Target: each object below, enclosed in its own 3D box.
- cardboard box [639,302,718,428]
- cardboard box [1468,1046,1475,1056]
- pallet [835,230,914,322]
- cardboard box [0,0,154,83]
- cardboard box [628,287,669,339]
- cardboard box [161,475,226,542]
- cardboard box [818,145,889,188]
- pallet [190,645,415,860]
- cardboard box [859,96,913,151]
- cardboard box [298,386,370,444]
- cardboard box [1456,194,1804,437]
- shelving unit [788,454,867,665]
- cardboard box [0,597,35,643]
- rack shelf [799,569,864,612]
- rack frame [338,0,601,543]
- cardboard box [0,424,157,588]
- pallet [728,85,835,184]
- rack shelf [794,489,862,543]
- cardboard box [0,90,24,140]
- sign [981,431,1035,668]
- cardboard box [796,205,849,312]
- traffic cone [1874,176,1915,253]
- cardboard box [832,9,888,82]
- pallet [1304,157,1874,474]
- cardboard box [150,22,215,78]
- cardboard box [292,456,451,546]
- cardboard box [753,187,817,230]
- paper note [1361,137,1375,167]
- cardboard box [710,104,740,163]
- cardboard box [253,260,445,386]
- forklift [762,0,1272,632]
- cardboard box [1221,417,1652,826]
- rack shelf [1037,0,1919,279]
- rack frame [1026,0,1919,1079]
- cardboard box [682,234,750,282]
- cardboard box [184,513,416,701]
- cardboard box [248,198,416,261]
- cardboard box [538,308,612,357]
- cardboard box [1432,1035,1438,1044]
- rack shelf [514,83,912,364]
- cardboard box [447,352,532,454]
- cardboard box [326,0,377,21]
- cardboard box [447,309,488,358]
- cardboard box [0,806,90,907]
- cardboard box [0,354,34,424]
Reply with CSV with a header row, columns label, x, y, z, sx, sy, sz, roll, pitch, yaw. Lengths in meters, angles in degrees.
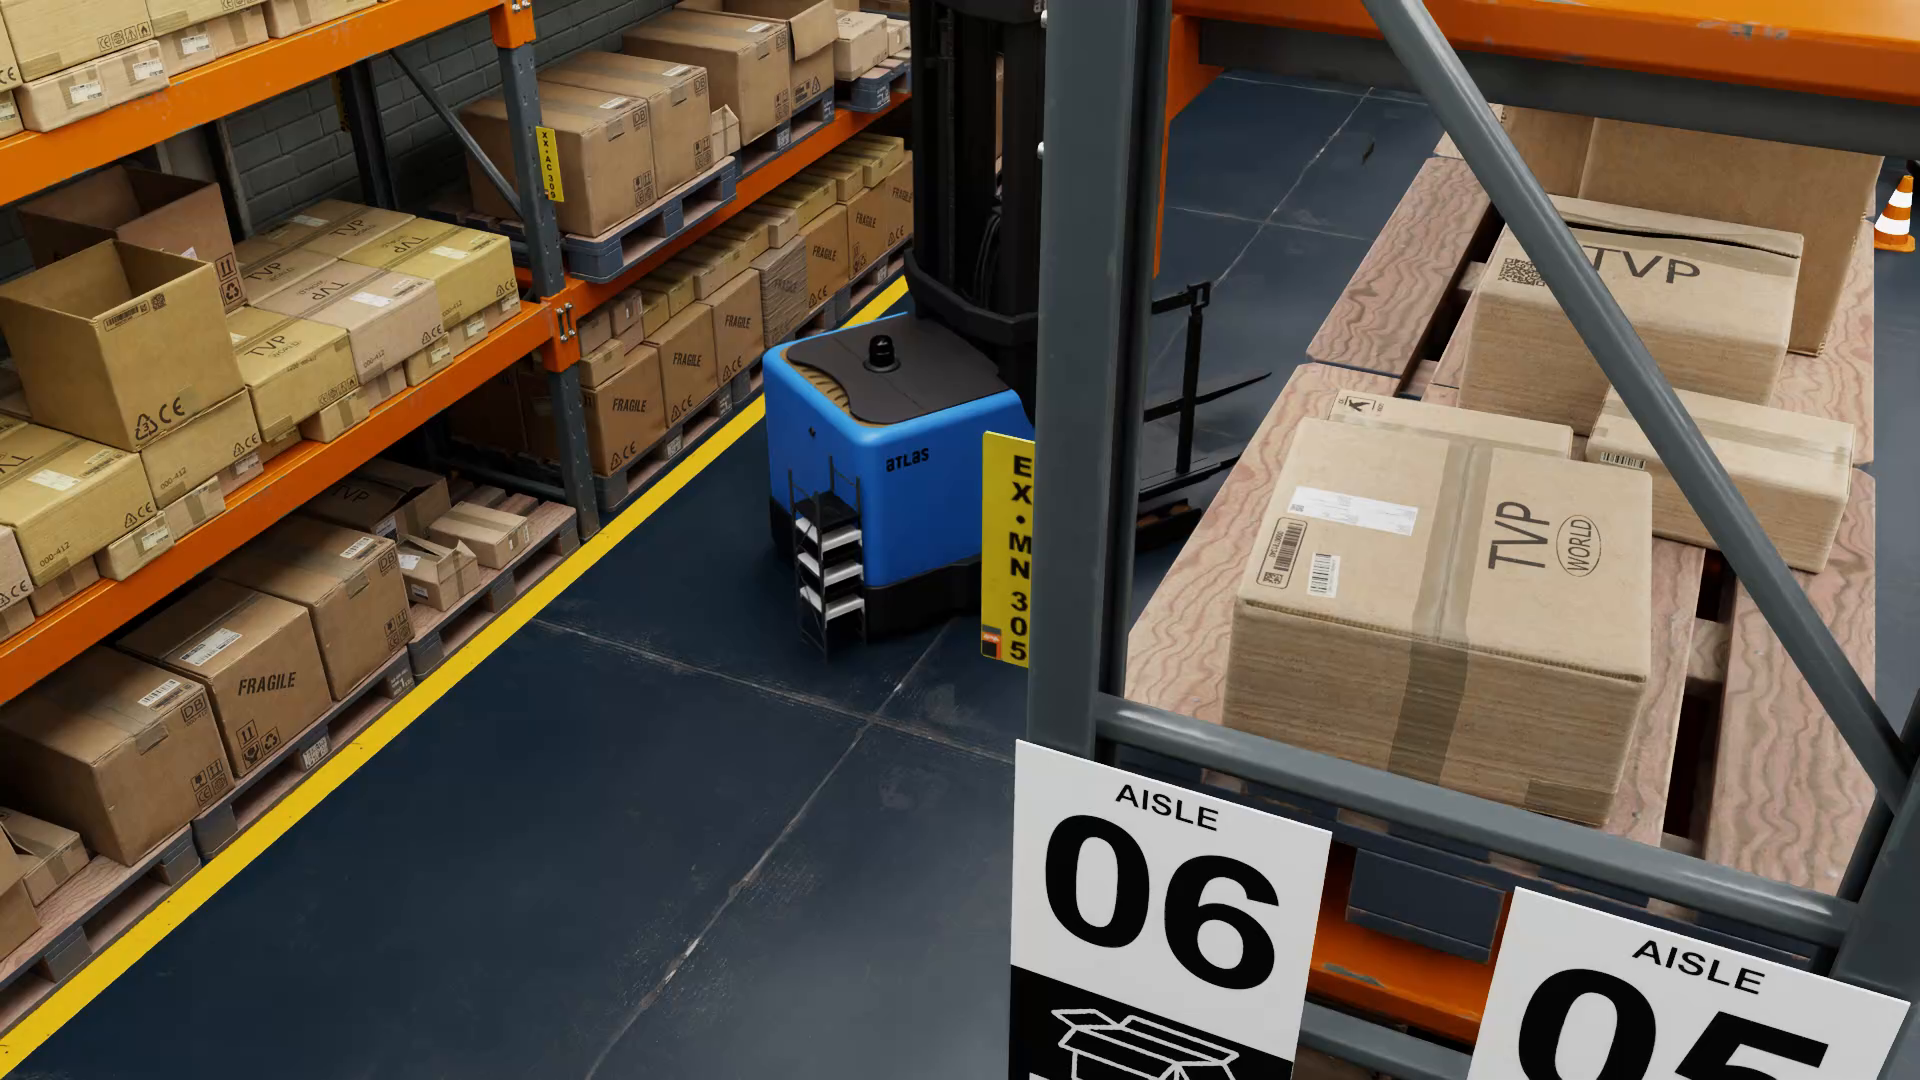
label,x,y,z,sx,sy,sz,roll,pitch,yaw
cardboard box,-1.656,-0.973,8.894,0.500,0.500,0.500,14,36,20
cardboard box,0.960,0.899,2.549,0.380,0.149,0.250,15,36,21
pallet,-0.949,-1.848,10.876,1.003,0.211,1.213,14,36,20
cardboard box,-2.901,-1.641,5.146,0.500,0.250,0.500,14,36,20
cardboard box,-1.742,-1.191,8.636,0.380,0.149,0.250,12,35,18
cardboard box,-2.887,-0.155,5.980,0.380,0.149,0.250,15,36,22
cardboard box,-0.665,-2.332,10.376,0.380,0.149,0.250,12,35,18
pallet,-3.074,0.732,6.941,1.003,0.211,1.213,14,36,20
cardboard box,-0.329,-2.868,11.671,0.875,0.625,0.625,15,36,22
cardboard box,-2.572,-0.536,6.561,0.380,0.149,0.250,14,36,20
cardboard box,1.232,-0.425,3.034,0.500,0.311,0.500,15,36,21
shelving unit,-0.576,0.092,7.288,0.210,0.900,0.258,-21,39,-29
cardboard box,-3.259,0.223,5.403,0.380,0.149,0.250,15,36,22
rack shelf,-0.576,0.195,7.356,0.200,0.077,0.258,-21,39,-29
rack frame,-2.276,-1.385,7.627,1.000,3.000,0.127,14,36,20
cardboard box,-3.095,-0.124,5.568,0.500,0.250,0.500,13,36,20
pallet,-1.412,-2.328,9.240,1.003,0.211,1.213,14,36,20
rack shelf,-0.577,-0.106,7.158,0.200,0.077,0.258,-21,39,-29
cardboard box,-3.048,-1.278,4.958,0.380,0.149,0.250,14,36,20
sign,0.073,0.021,2.012,0.100,0.325,0.005,14,36,20
cardboard box,-1.020,-1.740,10.065,0.500,0.500,0.500,16,36,23
traffic cone,6.334,-2.233,11.234,0.336,0.463,0.334,14,36,20
cardboard box,-0.750,-2.891,9.677,0.500,0.250,0.500,12,35,18
pallet,1.370,-0.455,3.554,1.003,0.211,1.213,14,36,20
cardboard box,-2.729,-1.660,5.540,0.380,0.149,0.250,15,36,21
cardboard box,-2.767,-0.162,7.830,0.500,0.311,0.500,15,36,22
cardboard box,-1.071,-1.966,9.817,0.380,0.149,0.250,14,36,20
paper note,0.910,-0.868,3.716,0.006,0.032,0.123,14,36,21
cardboard box,-1.346,-2.109,8.470,0.396,0.266,0.258,16,36,23
cardboard box,-2.464,-0.885,6.729,0.500,0.250,0.500,14,36,21
forklift,0.600,-1.409,7.726,3.031,2.935,1.130,-19,38,-26
cardboard box,0.667,0.090,2.305,0.500,0.250,0.500,11,35,16
rack shelf,1.397,-1.293,3.036,1.077,0.370,4.000,14,36,20
rack frame,0.560,-0.765,1.210,1.000,3.000,0.127,14,36,20
cardboard box,-1.395,-1.569,9.213,0.380,0.149,0.250,15,36,22
cardboard box,-2.780,0.260,7.015,0.700,0.500,0.500,13,35,19
cardboard box,-2.729,-1.262,7.305,0.500,0.250,0.500,14,36,20
cardboard box,-1.940,-1.043,8.139,0.380,0.149,0.250,14,36,20
cardboard box,1.208,1.270,3.486,0.500,0.500,0.500,14,36,20
rack shelf,-1.439,-2.081,9.344,1.077,0.370,4.000,14,36,20
cardboard box,-2.339,-0.828,8.674,0.500,0.500,0.500,14,36,20
cardboard box,-2.384,-2.035,6.112,0.380,0.149,0.250,15,36,22
cardboard box,-2.269,-0.929,7.160,0.380,0.149,0.250,15,36,22
cardboard box,-3.395,1.138,5.996,0.380,0.149,0.250,13,35,19
cardboard box,-3.351,-0.507,6.154,0.500,0.250,0.500,14,36,20
